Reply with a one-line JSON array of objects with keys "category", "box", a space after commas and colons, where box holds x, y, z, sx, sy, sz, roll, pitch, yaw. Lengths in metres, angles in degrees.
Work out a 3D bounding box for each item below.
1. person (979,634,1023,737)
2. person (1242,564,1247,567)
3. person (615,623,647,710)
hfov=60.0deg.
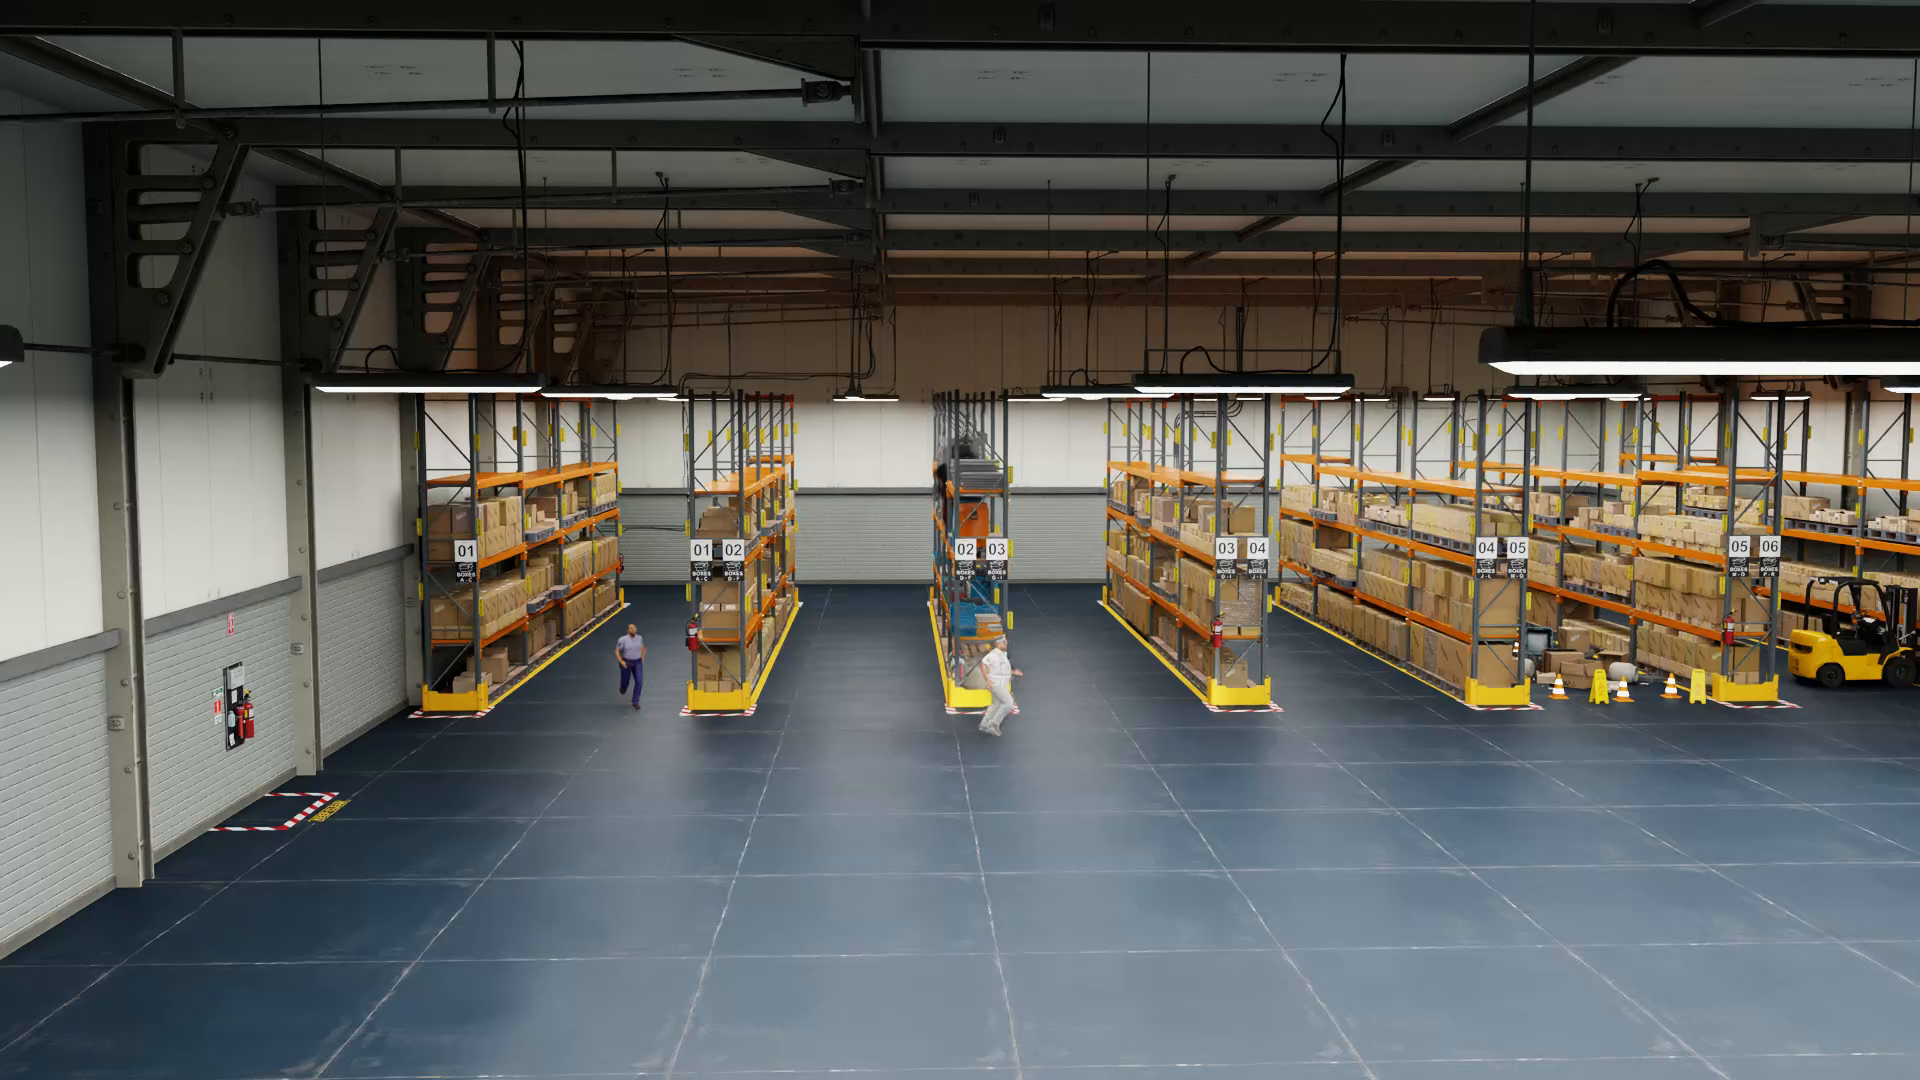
[{"category": "person", "box": [0.700, 2.507, 28.732, 0.781, 1.779, 0.631, 1, 5, 16]}, {"category": "person", "box": [8.089, 1.039, 47.243, 0.622, 1.692, 0.878, 0, 5, -1]}, {"category": "person", "box": [-6.227, 2.377, 31.539, 0.607, 1.615, 0.810, -2, 5, -22]}]
